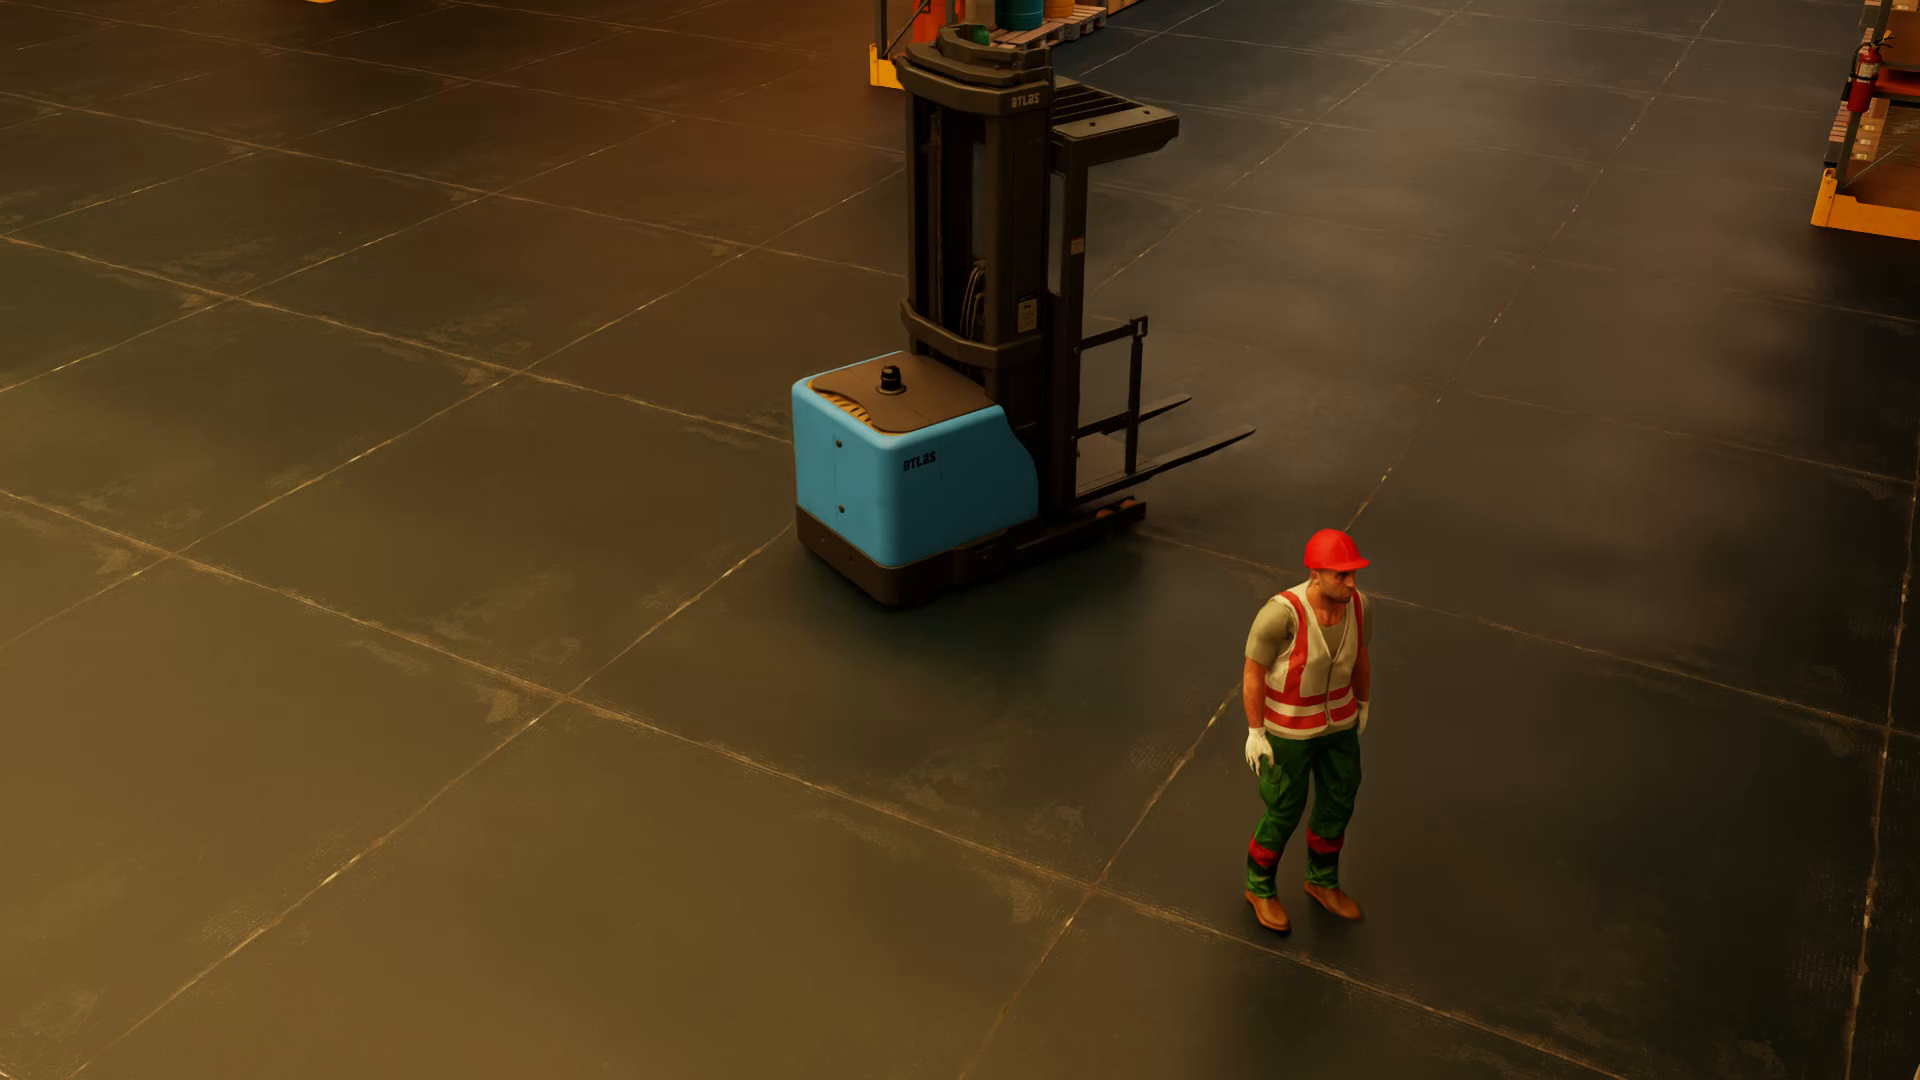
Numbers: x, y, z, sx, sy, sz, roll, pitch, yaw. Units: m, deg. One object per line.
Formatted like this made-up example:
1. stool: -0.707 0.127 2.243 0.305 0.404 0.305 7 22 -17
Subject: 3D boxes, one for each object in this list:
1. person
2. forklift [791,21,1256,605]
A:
1. person: 1.463 0.798 6.851 0.632 1.806 0.488 -12 32 -20
2. forklift: 0.514 -1.483 9.640 3.031 2.935 1.130 -20 36 -31
